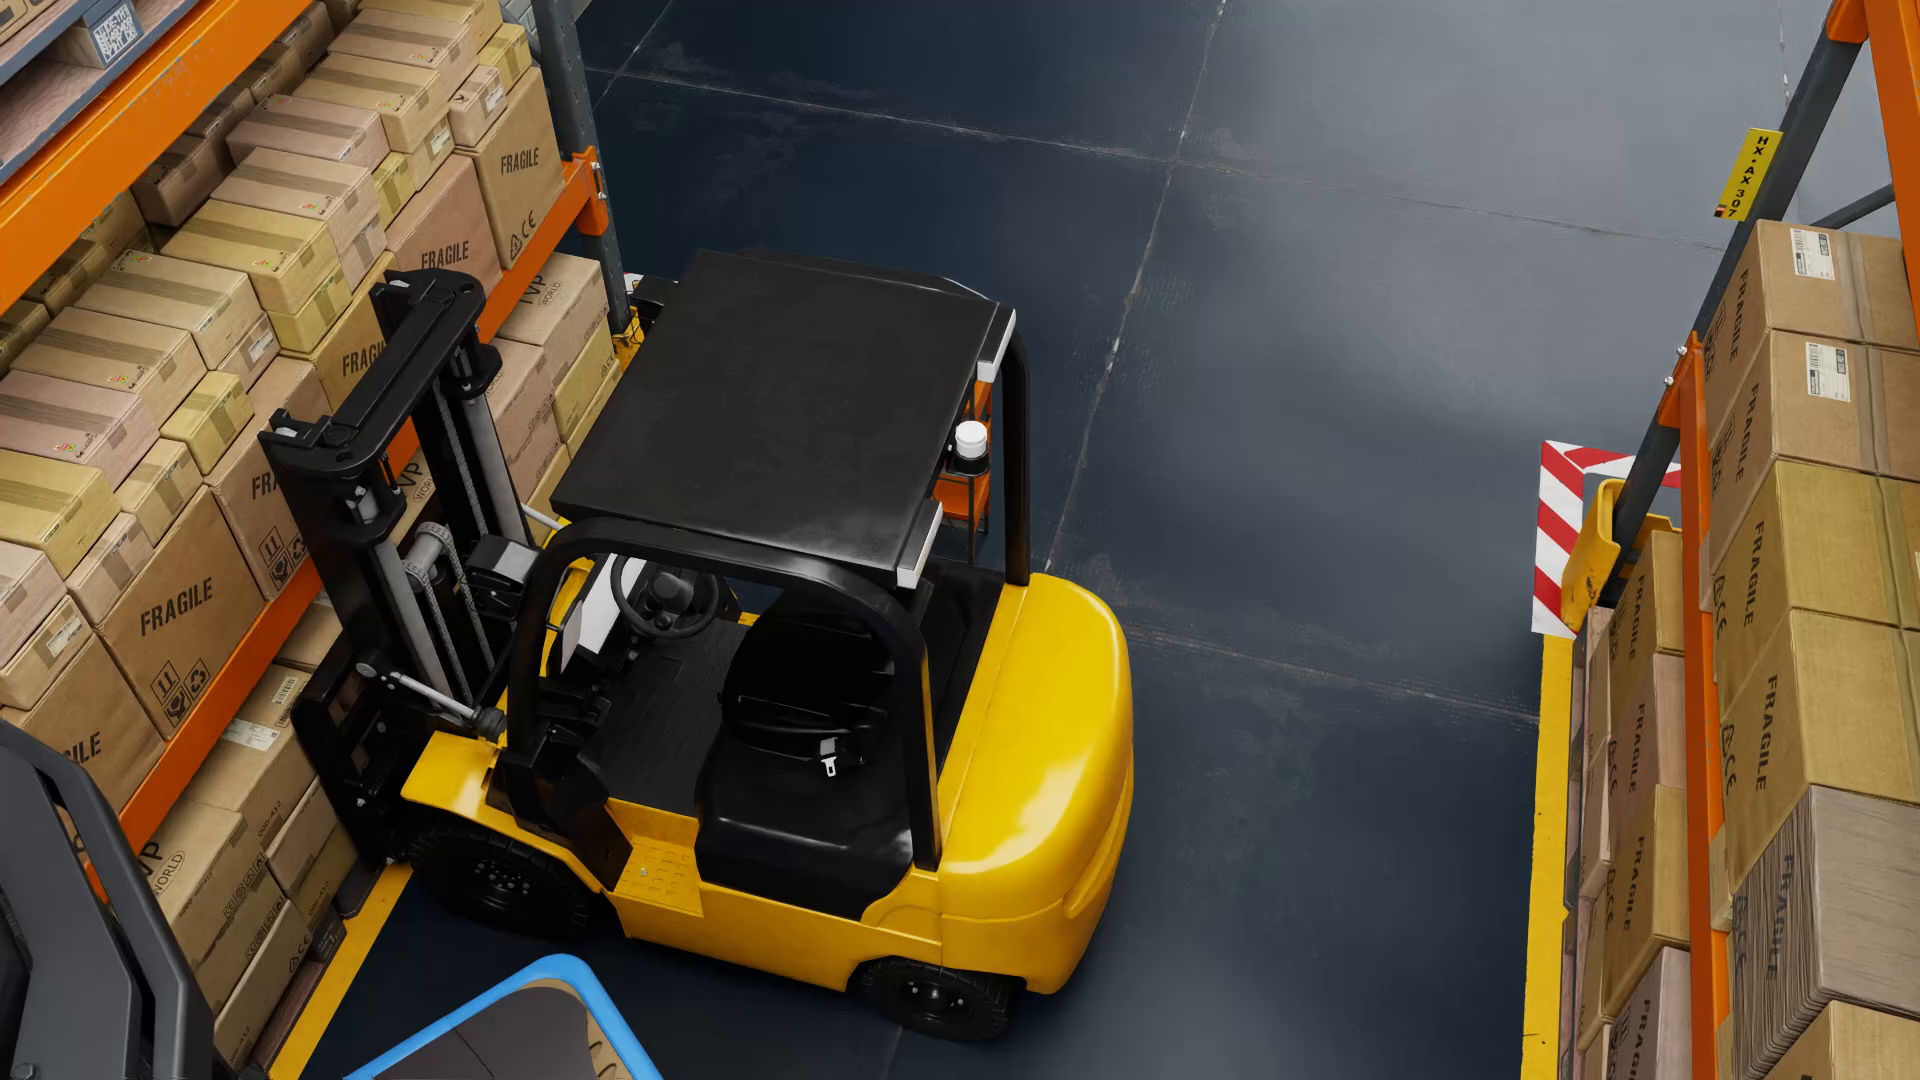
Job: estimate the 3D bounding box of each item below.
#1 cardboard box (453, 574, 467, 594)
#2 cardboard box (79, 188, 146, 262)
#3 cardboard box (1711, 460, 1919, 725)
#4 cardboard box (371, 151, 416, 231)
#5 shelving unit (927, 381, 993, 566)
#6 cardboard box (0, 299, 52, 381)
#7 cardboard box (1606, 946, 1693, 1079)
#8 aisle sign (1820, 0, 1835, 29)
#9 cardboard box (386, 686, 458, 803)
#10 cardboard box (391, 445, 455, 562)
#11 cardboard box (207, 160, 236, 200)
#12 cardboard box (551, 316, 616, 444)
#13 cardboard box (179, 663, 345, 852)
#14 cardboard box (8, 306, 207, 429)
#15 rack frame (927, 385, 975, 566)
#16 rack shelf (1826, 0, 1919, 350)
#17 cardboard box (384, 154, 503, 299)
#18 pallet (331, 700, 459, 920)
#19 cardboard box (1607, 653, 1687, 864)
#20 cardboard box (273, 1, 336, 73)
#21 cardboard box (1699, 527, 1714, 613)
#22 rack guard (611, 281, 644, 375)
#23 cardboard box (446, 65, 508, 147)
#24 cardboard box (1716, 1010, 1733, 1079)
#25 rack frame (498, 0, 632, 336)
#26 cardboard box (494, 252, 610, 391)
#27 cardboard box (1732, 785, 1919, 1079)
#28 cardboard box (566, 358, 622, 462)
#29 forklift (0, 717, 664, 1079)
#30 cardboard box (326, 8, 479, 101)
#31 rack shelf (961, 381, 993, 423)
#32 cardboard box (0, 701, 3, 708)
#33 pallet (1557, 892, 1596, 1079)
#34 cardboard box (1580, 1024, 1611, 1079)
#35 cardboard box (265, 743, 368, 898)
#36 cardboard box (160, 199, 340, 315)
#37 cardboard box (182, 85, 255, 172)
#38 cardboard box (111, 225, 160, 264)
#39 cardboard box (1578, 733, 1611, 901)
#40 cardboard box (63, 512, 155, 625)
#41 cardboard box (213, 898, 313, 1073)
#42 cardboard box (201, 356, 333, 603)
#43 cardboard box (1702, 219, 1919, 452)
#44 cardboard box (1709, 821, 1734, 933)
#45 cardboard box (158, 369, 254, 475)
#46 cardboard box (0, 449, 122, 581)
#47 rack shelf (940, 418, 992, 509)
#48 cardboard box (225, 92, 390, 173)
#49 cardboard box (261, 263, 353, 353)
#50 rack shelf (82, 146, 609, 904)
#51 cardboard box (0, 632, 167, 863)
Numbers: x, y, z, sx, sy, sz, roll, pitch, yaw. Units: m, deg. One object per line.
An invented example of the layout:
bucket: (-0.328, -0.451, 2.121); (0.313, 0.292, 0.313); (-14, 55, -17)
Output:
cardboard box: (-1.946, 0.063, 5.833); (0.500, 0.250, 0.500); (11, 49, 9)
cardboard box: (-2.602, -0.921, 4.784); (0.380, 0.149, 0.250); (11, 49, 9)
cardboard box: (2.270, 0.183, 4.242); (0.500, 0.500, 0.500); (11, 49, 9)
cardboard box: (-1.924, -1.093, 5.133); (0.380, 0.149, 0.250); (11, 50, 10)
shelving unit: (-0.014, -0.309, 6.241); (0.215, 1.050, 0.252); (12, 50, 10)
cardboard box: (-2.657, -0.535, 4.442); (0.380, 0.149, 0.250); (13, 50, 11)
cardboard box: (2.038, 1.480, 4.416); (0.500, 0.500, 0.500); (14, 50, 12)
aisle sign: (2.646, -1.684, 4.420); (0.394, 0.787, 0.004); (12, 50, 10)
cardboard box: (-2.076, 0.577, 5.713); (0.500, 0.250, 0.500); (13, 50, 11)
cardboard box: (-1.934, -0.122, 5.663); (0.500, 0.250, 0.500); (12, 50, 11)
cardboard box: (-2.407, -1.193, 5.222); (0.380, 0.149, 0.250); (10, 49, 9)
cardboard box: (-1.688, -0.675, 6.484); (0.500, 0.250, 0.500); (11, 49, 10)
cardboard box: (-2.220, 0.621, 5.007); (0.500, 0.250, 0.500); (13, 50, 11)
cardboard box: (-2.233, -0.450, 4.368); (0.380, 0.149, 0.250); (12, 50, 10)
rack frame: (-0.046, -0.220, 6.163); (0.200, 1.050, 0.008); (12, 50, 10)
rack shelf: (2.402, -0.025, 3.170); (1.077, 0.370, 4.000); (12, 50, 10)
cardboard box: (-1.883, -0.946, 5.437); (0.500, 0.500, 0.500); (13, 50, 11)
pallet: (-2.345, 0.670, 5.937); (1.003, 0.211, 1.213); (12, 50, 10)
cardboard box: (2.310, 0.731, 5.077); (0.500, 0.500, 0.500); (10, 49, 9)
cardboard box: (-2.286, -1.660, 5.435); (0.380, 0.149, 0.250); (13, 50, 11)
cardboard box: (2.327, 0.106, 4.742); (0.380, 0.149, 0.250); (12, 50, 11)
rack guard: (-1.855, -0.884, 7.116); (1.175, 0.500, 0.348); (12, 50, 10)
cardboard box: (-1.721, -1.445, 5.444); (0.380, 0.149, 0.250); (12, 50, 11)
cardboard box: (1.930, 1.231, 3.750); (0.380, 0.149, 0.250); (11, 49, 9)
rack frame: (-1.861, -1.694, 6.164); (1.000, 3.000, 0.127); (12, 50, 10)
cardboard box: (-1.682, -0.860, 6.314); (0.500, 0.250, 0.500); (13, 50, 11)
cardboard box: (2.014, 0.924, 3.588); (0.500, 0.500, 0.500); (13, 50, 11)
cardboard box: (-1.680, -0.521, 6.682); (0.500, 0.250, 0.500); (12, 50, 10)
forklift: (-1.912, 1.745, 3.174); (3.031, 2.935, 1.130); (-29, 55, -23)
cardboard box: (-1.787, -1.555, 5.343); (0.380, 0.149, 0.250); (12, 50, 10)
rack shelf: (-0.014, -0.489, 6.036); (0.215, 0.259, 0.240); (12, 50, 10)
cardboard box: (-2.468, 0.391, 3.824); (0.380, 0.149, 0.250); (11, 50, 10)
pallet: (2.337, 1.721, 5.010); (1.003, 0.211, 1.213); (12, 50, 10)
cardboard box: (2.041, 1.712, 4.711); (0.500, 0.250, 0.500); (12, 50, 11)
cardboard box: (-2.215, 0.790, 5.192); (0.500, 0.250, 0.500); (11, 50, 10)
cardboard box: (-1.992, -0.797, 4.674); (0.380, 0.149, 0.250); (12, 50, 11)
cardboard box: (-2.393, -1.287, 5.107); (0.380, 0.149, 0.250); (12, 50, 10)
cardboard box: (-2.608, -0.832, 4.903); (0.380, 0.149, 0.250); (13, 50, 11)
cardboard box: (2.308, 0.950, 5.384); (0.500, 0.250, 0.500); (13, 50, 11)
cardboard box: (-2.261, 0.038, 4.135); (0.380, 0.149, 0.250); (11, 50, 10)
cardboard box: (-2.349, 1.315, 5.061); (0.500, 0.250, 0.500); (11, 49, 9)
cardboard box: (-2.139, -0.210, 4.786); (0.500, 0.500, 0.500); (12, 50, 10)
cardboard box: (2.536, -0.561, 4.898); (0.500, 0.500, 0.500); (11, 49, 9)
cardboard box: (2.059, 0.858, 4.078); (0.380, 0.149, 0.250); (12, 50, 10)
cardboard box: (-2.150, -0.342, 4.471); (0.380, 0.149, 0.250); (11, 49, 9)
cardboard box: (-2.295, -0.071, 4.033); (0.380, 0.149, 0.250); (11, 49, 9)
rack shelf: (-0.014, -0.302, 6.249); (0.215, 0.259, 0.240); (12, 50, 10)
cardboard box: (-1.967, -1.195, 5.025); (0.380, 0.149, 0.250); (12, 50, 10)
cardboard box: (-1.996, -0.703, 4.790); (0.380, 0.149, 0.250); (12, 50, 10)
rack shelf: (-2.388, -0.010, 5.156); (1.077, 0.370, 4.000); (12, 50, 10)
cardboard box: (-2.424, 0.516, 4.146); (0.500, 0.500, 0.500); (12, 50, 11)
